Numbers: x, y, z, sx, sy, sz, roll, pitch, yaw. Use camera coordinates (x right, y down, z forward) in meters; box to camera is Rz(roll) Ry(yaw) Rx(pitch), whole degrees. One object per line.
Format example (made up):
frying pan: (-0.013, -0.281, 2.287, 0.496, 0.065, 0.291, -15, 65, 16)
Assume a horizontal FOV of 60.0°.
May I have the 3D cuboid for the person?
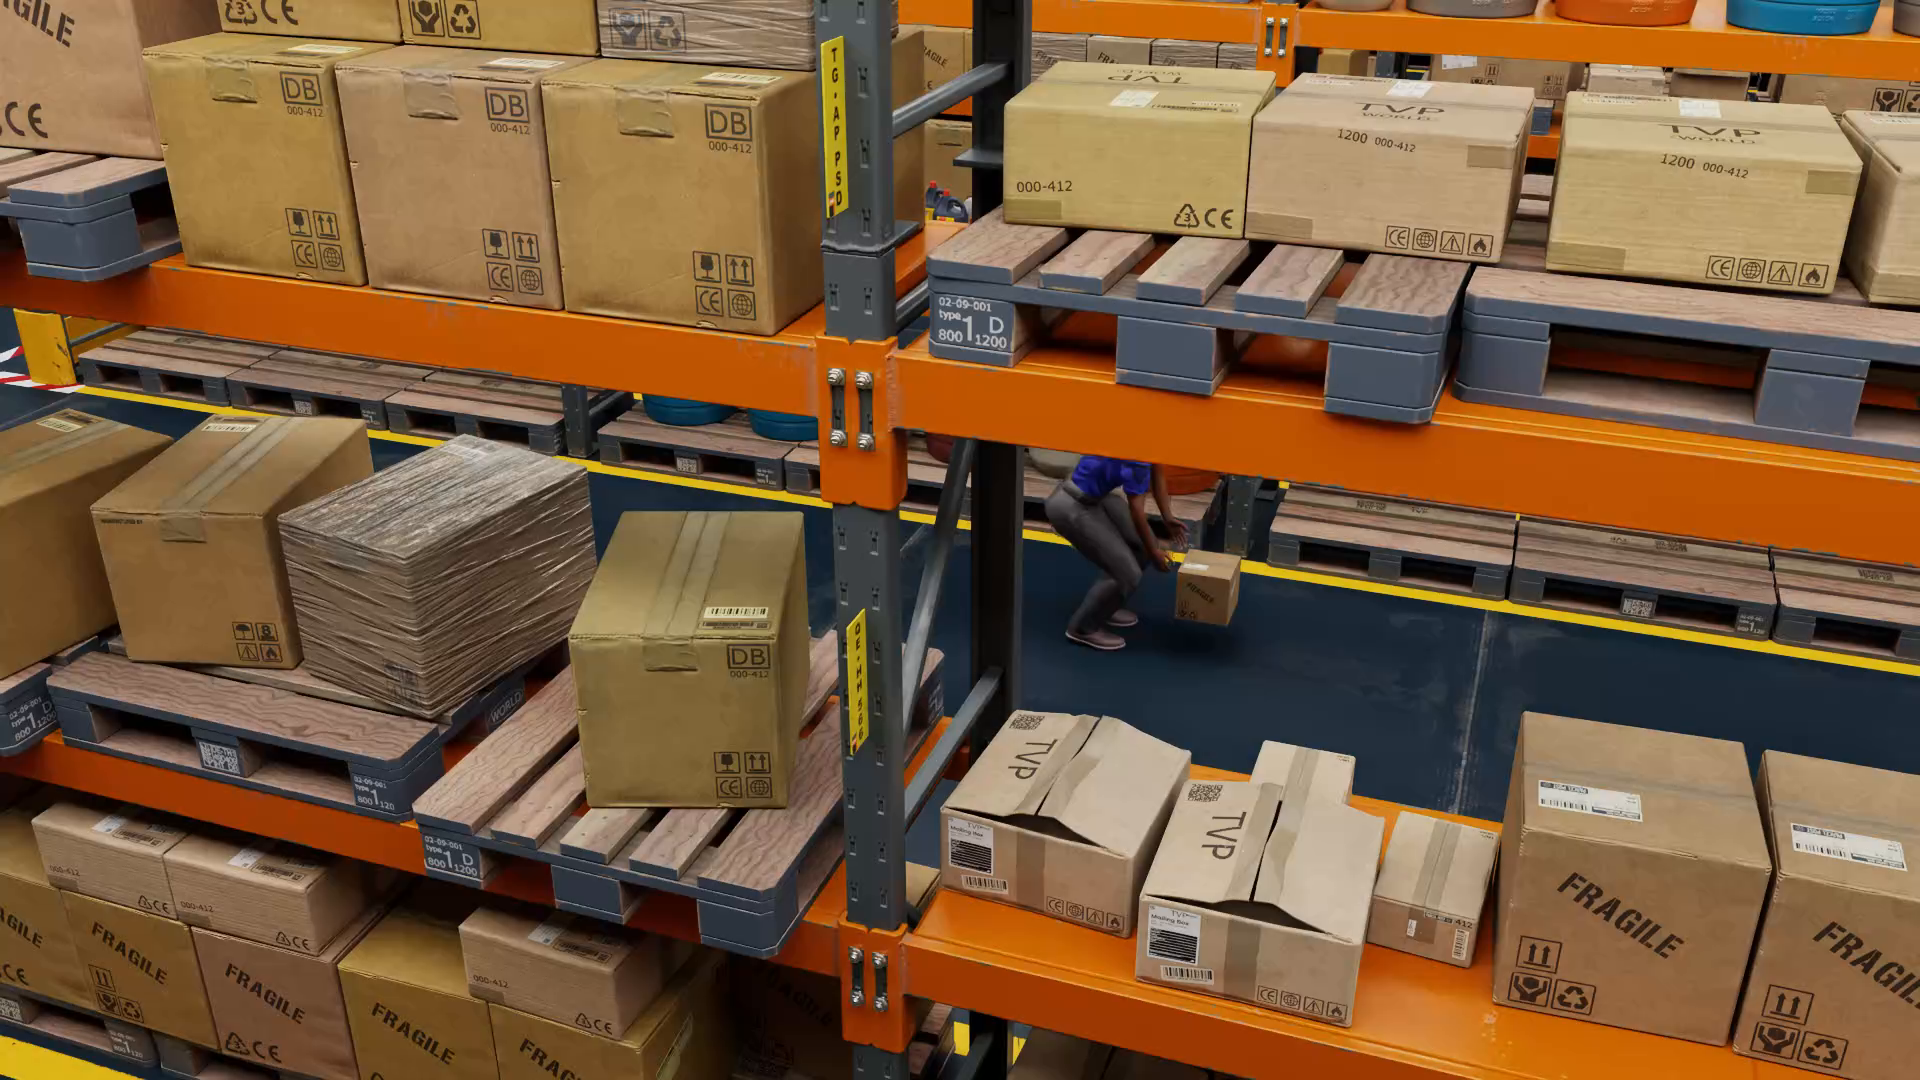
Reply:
person: (0.762, -0.132, 7.833, 0.682, 1.280, 0.499, 9, 27, 18)
